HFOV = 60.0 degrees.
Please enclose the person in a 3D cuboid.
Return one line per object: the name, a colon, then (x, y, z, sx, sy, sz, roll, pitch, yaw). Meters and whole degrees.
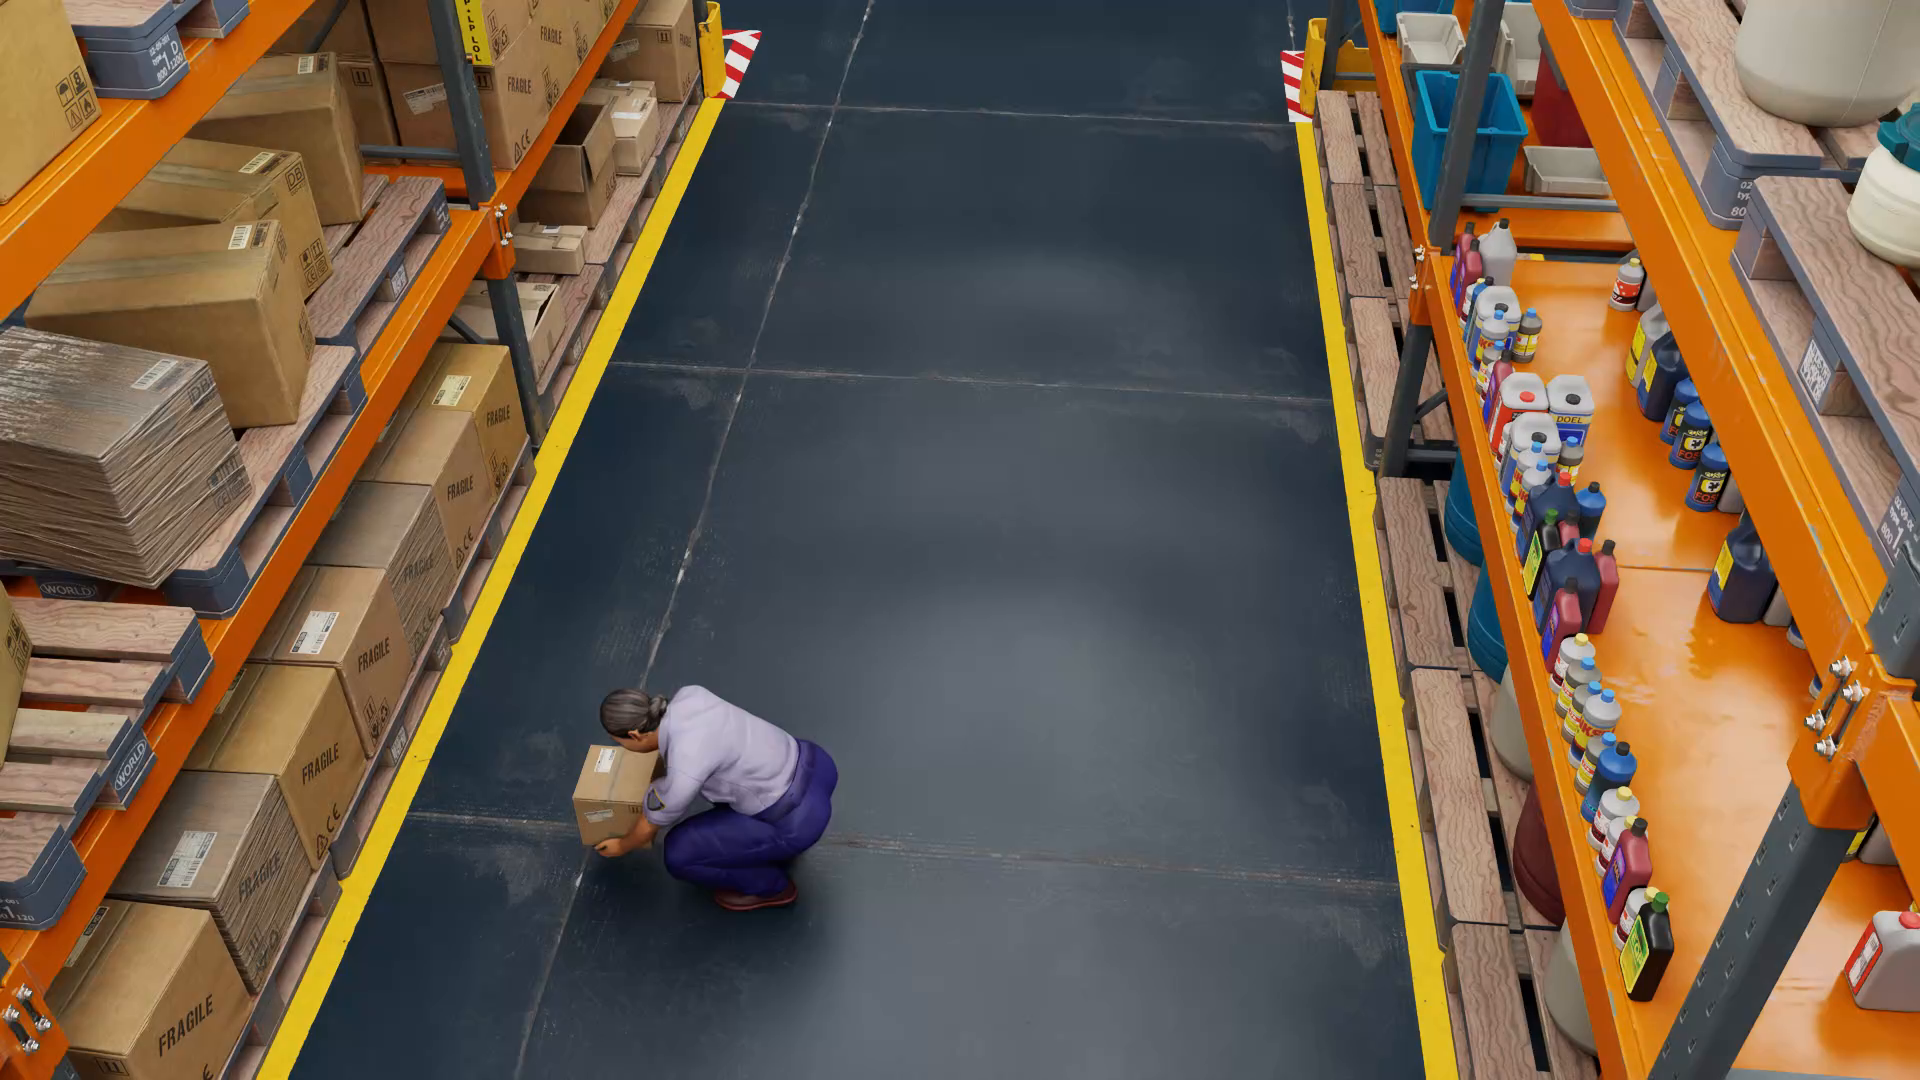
person: (-0.854, 0.838, 5.753, 0.837, 0.919, 0.529, 3, 40, 4)
